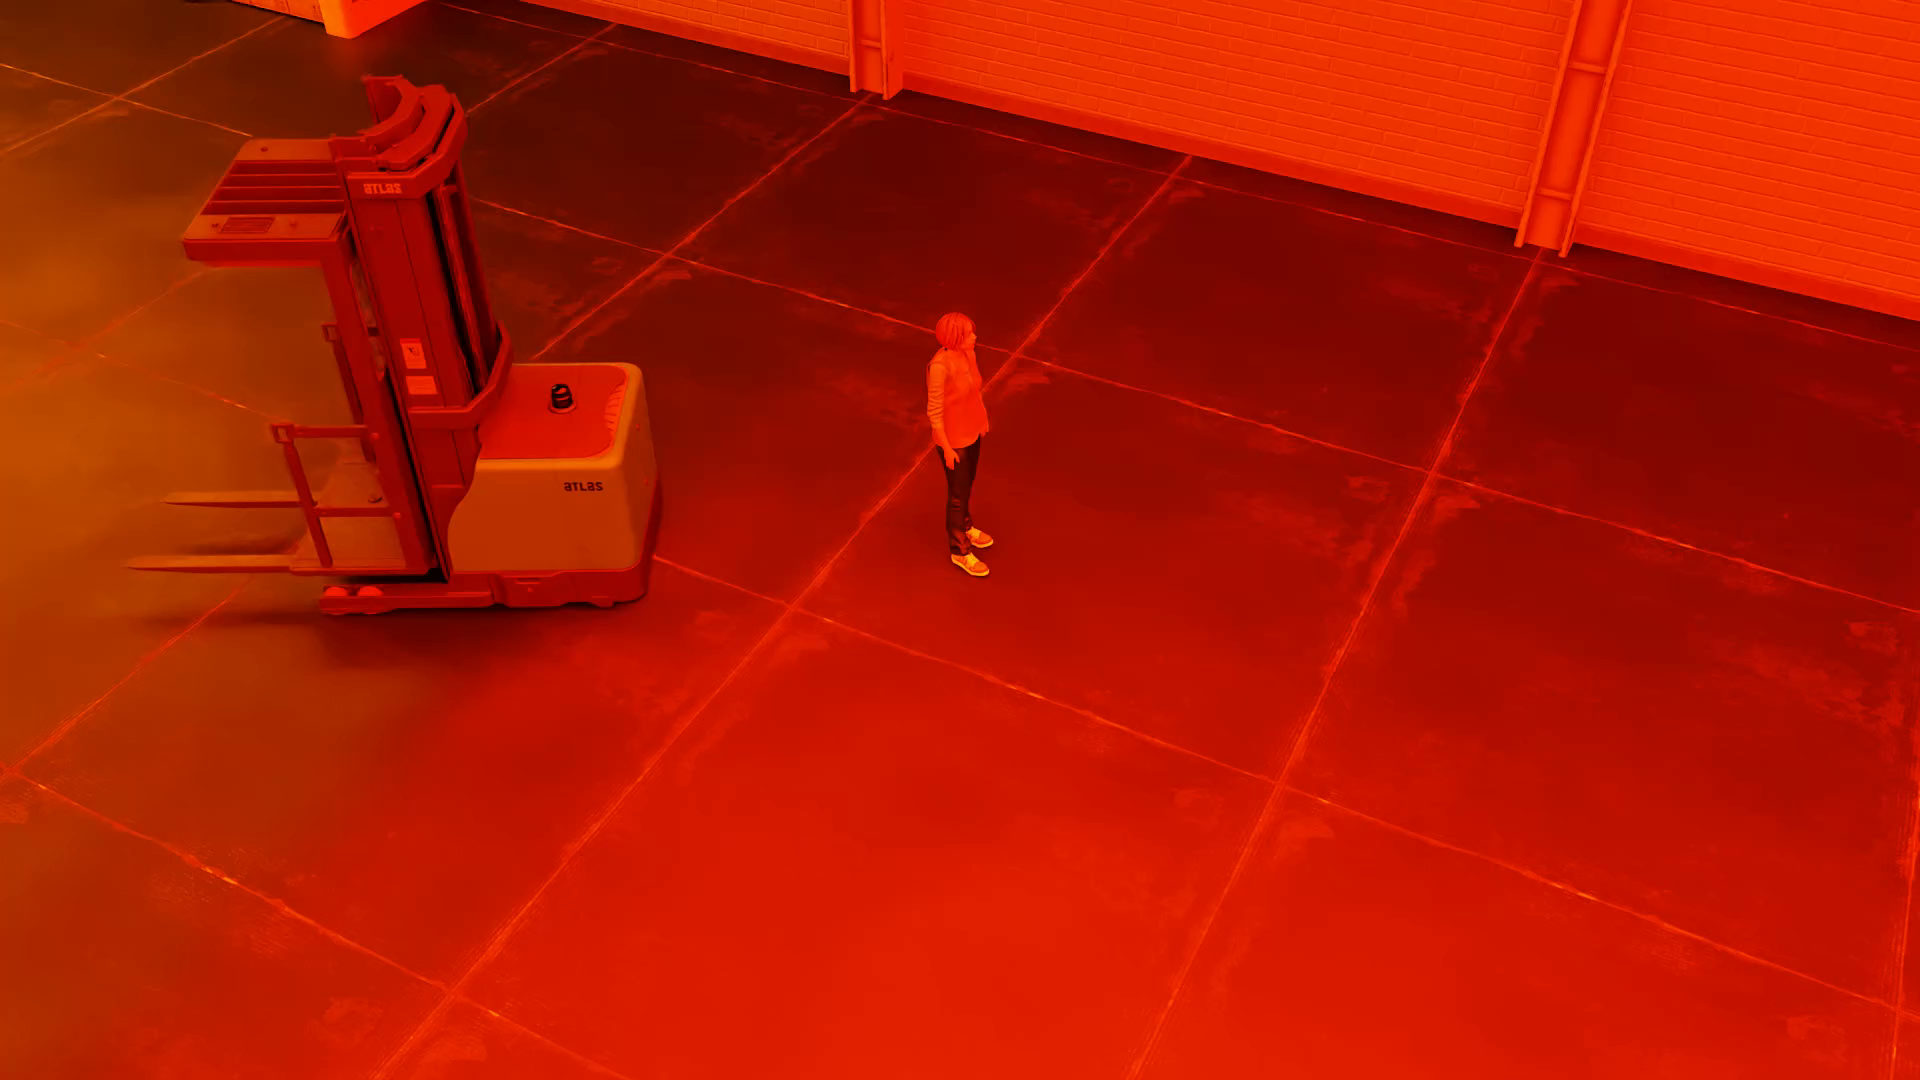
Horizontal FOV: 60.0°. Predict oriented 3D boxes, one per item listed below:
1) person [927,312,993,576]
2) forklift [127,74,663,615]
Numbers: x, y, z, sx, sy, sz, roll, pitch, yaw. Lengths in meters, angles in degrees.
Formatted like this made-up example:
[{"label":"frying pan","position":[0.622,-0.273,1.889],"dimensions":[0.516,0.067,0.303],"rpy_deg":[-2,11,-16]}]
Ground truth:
[{"label":"person","position":[0.060,-0.586,9.706],"dimensions":[0.473,1.599,0.520],"rpy_deg":[18,43,21]},{"label":"forklift","position":[-3.373,-1.028,9.207],"dimensions":[3.031,2.935,1.130],"rpy_deg":[-1,40,-1]}]
